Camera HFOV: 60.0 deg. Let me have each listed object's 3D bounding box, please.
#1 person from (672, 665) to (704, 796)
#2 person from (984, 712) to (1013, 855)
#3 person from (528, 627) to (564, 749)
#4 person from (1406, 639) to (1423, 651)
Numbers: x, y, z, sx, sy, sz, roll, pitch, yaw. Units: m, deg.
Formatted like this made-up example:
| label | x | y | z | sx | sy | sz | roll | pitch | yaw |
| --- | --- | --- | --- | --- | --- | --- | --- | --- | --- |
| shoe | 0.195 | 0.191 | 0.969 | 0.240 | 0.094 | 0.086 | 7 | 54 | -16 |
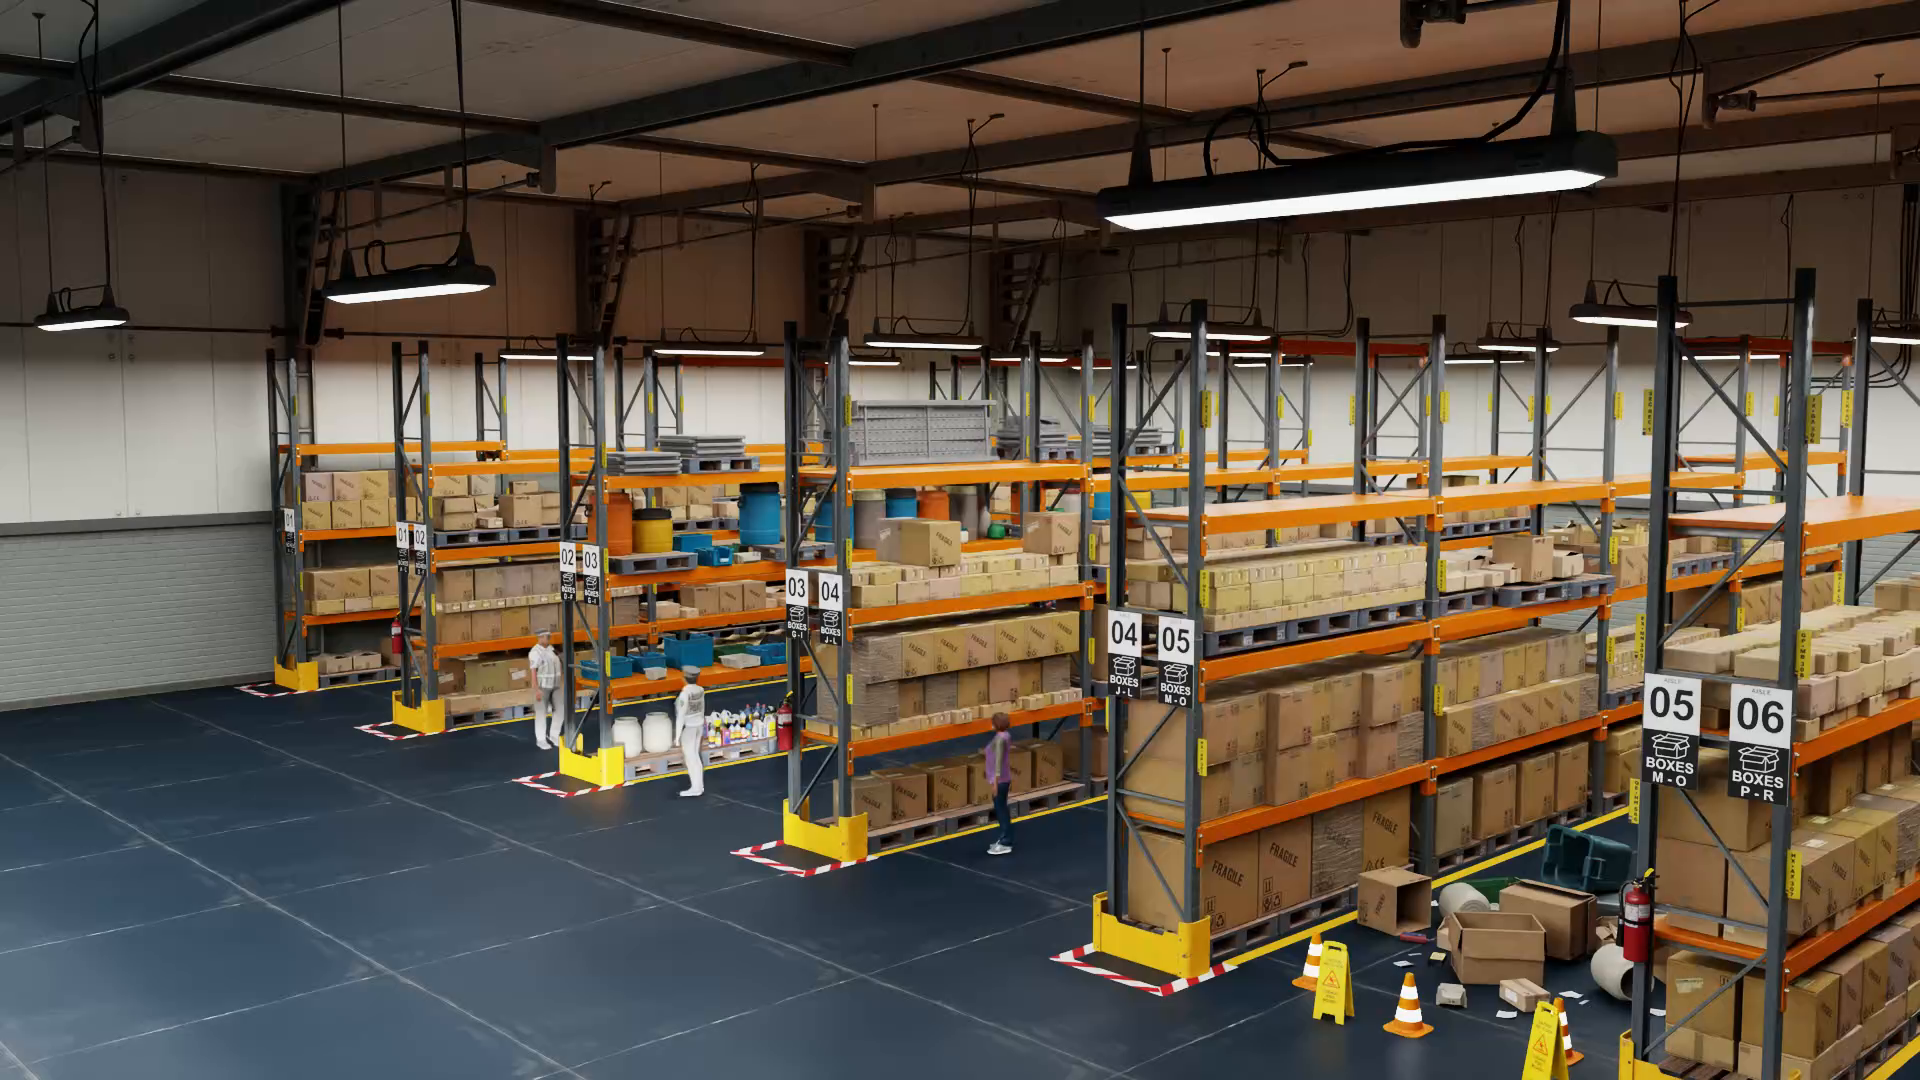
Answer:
| label | x | y | z | sx | sy | sz | roll | pitch | yaw |
| --- | --- | --- | --- | --- | --- | --- | --- | --- | --- |
| person | -3.494 | 2.479 | 21.514 | 0.384 | 1.717 | 0.594 | 2 | 5 | 21 |
| person | 0.441 | 2.745 | 18.819 | 0.325 | 1.622 | 0.464 | 0 | 5 | 4 |
| person | -6.104 | 2.193 | 24.496 | 0.415 | 1.834 | 0.559 | 4 | 6 | 39 |
| person | 6.814 | 2.240 | 24.796 | 0.557 | 1.721 | 0.937 | 5 | 7 | 45 |
